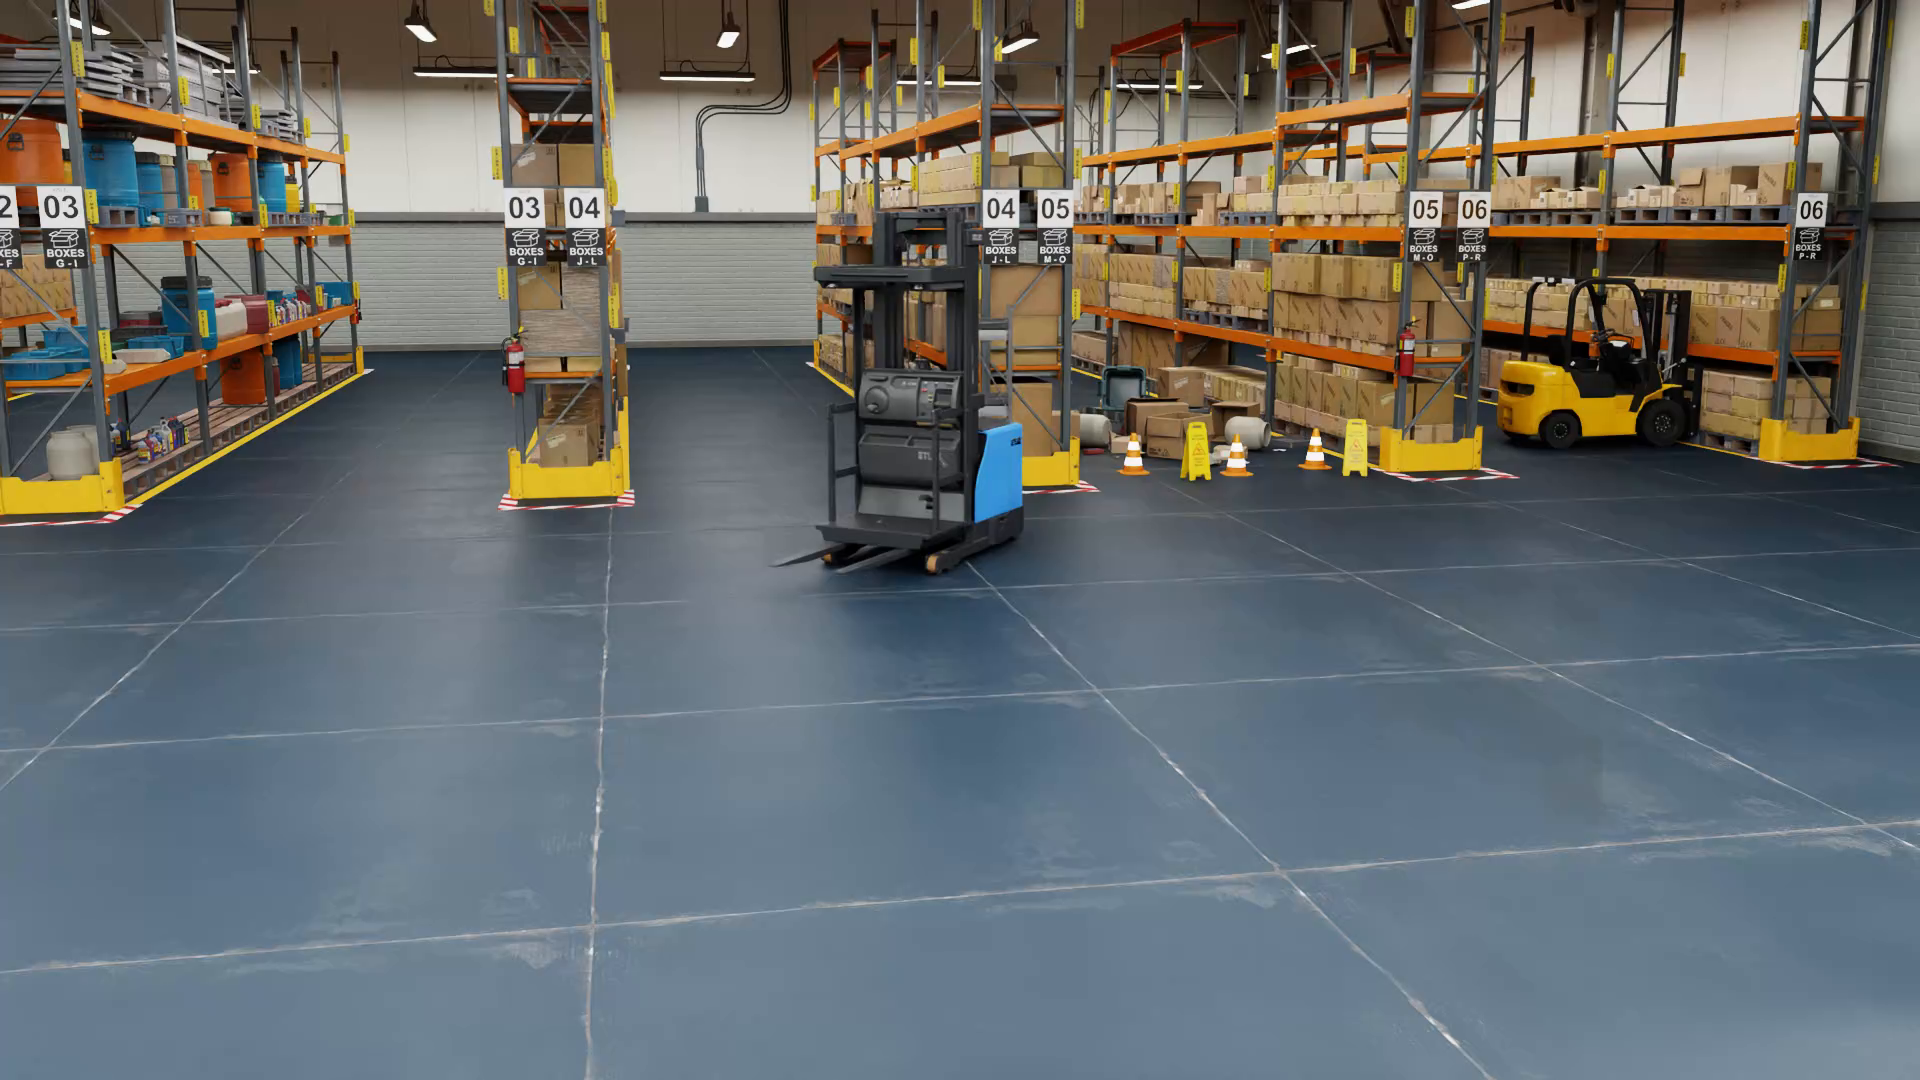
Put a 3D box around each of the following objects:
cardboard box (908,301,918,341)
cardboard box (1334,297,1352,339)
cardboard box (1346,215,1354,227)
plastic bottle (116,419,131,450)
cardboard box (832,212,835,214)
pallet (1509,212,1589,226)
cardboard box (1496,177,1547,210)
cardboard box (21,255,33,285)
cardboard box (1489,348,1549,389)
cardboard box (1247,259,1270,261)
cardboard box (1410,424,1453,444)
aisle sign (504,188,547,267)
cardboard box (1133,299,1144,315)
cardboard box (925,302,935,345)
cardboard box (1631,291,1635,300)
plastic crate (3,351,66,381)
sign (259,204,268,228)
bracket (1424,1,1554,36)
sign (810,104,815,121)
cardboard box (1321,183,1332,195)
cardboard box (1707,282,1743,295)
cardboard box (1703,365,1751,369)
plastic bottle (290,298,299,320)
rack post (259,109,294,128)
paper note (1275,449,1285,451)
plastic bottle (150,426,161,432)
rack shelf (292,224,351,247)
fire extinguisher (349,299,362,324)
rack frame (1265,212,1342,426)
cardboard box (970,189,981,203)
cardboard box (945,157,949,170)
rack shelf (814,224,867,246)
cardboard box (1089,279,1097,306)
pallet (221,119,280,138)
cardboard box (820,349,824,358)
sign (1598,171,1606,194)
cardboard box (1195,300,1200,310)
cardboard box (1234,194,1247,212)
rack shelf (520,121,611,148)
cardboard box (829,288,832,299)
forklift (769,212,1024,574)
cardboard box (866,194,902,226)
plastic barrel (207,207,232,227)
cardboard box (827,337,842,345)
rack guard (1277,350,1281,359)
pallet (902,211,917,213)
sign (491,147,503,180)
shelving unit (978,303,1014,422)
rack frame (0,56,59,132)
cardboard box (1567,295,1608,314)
[{"bbox_3d":[-0.420,-2.971,22.518,0.500,0.500,0.500,-2,11,-11],"label":"cardboard box"},{"bbox_3d":[4.995,-2.770,20.664,0.500,0.500,0.500,-2,11,-11],"label":"cardboard box"},{"bbox_3d":[4.992,-3.942,20.537,0.380,0.149,0.250,-2,11,-13],"label":"cardboard box"},{"bbox_3d":[-9.908,-1.251,19.656,0.144,0.351,0.185,-2,11,-11],"label":"plastic bottle"},{"bbox_3d":[-2.058,-5.876,30.423,0.500,0.250,0.500,-2,11,-11],"label":"cardboard box"},{"bbox_3d":[9.310,-5.004,25.948,1.003,0.211,1.213,-2,11,-8],"label":"pallet"},{"bbox_3d":[8.968,-5.497,26.375,0.700,0.500,0.500,-2,11,-12],"label":"cardboard box"},{"bbox_3d":[-16.231,-4.608,28.442,0.500,0.500,0.500,-2,11,-13],"label":"cardboard box"},{"bbox_3d":[9.112,-2.755,26.876,0.875,0.625,0.625,-2,11,-9],"label":"cardboard box"},{"bbox_3d":[4.597,-4.199,25.313,0.380,0.149,0.250,-3,11,-14],"label":"cardboard box"},{"bbox_3d":[5.672,-1.315,20.312,0.500,0.250,0.500,-2,11,-11],"label":"cardboard box"},{"bbox_3d":[-4.445,-3.196,17.011,0.394,0.787,0.004,-2,11,-11],"label":"aisle sign"},{"bbox_3d":[3.325,-4.057,28.888,0.500,0.250,0.500,-2,11,-12],"label":"cardboard box"},{"bbox_3d":[0.027,-2.843,21.708,0.875,0.550,0.550,-2,11,-11],"label":"cardboard box"},{"bbox_3d":[9.582,-3.421,23.148,0.380,0.149,0.250,-2,11,-11],"label":"cardboard box"},{"bbox_3d":[-9.412,-1.769,16.863,0.499,0.251,0.616,-2,11,-11],"label":"plastic crate"},{"bbox_3d":[-10.039,-4.671,23.974,0.100,0.325,0.005,-2,11,-11],"label":"sign"},{"bbox_3d":[9.077,-8.994,28.758,0.076,0.066,4.783,-2,11,-11],"label":"bracket"},{"bbox_3d":[-2.922,-8.462,32.879,0.100,0.325,0.005,-2,11,-11],"label":"sign"},{"bbox_3d":[4.828,-4.470,21.177,0.380,0.149,0.250,-2,11,-12],"label":"cardboard box"},{"bbox_3d":[9.858,-3.237,21.386,0.380,0.149,0.250,-2,11,-10],"label":"cardboard box"},{"bbox_3d":[10.238,-2.202,22.300,0.500,0.250,0.500,-2,11,-12],"label":"cardboard box"},{"bbox_3d":[-10.820,-3.747,26.991,0.144,0.351,0.185,-2,11,-11],"label":"plastic bottle"},{"bbox_3d":[-11.222,-6.716,26.616,0.937,0.300,0.954,-2,11,-12],"label":"rack post"},{"bbox_3d":[4.073,-1.152,21.166,0.142,0.019,0.148,-6,13,-31],"label":"paper note"},{"bbox_3d":[-9.495,-1.220,19.689,0.152,0.276,0.135,-2,11,-11],"label":"plastic bottle"},{"bbox_3d":[-11.744,-5.448,29.702,1.077,0.370,4.000,-2,11,-11],"label":"rack shelf"},{"bbox_3d":[-11.717,-4.518,32.116,0.296,0.674,0.183,-2,11,-11],"label":"fire extinguisher"},{"bbox_3d":[4.780,-3.035,23.119,1.000,3.000,0.127,-2,11,-11],"label":"rack frame"},{"bbox_3d":[0.325,-3.757,18.171,0.380,0.149,0.250,-2,11,-11],"label":"cardboard box"},{"bbox_3d":[0.027,-4.429,19.570,0.380,0.149,0.250,-2,11,-11],"label":"cardboard box"},{"bbox_3d":[-2.001,-5.790,31.498,1.077,0.370,4.000,-2,11,-11],"label":"rack shelf"},{"bbox_3d":[2.777,-4.721,31.711,0.500,0.500,0.500,-2,11,-12],"label":"cardboard box"},{"bbox_3d":[-10.688,-6.019,24.328,1.213,0.211,1.003,-2,11,-11],"label":"pallet"},{"bbox_3d":[-2.602,-3.735,33.300,0.380,0.149,0.250,-2,11,-10],"label":"cardboard box"},{"bbox_3d":[9.117,-5.077,23.599,0.100,0.325,0.005,-2,11,-11],"label":"sign"},{"bbox_3d":[3.913,-3.680,26.057,0.380,0.149,0.250,-3,11,-15],"label":"cardboard box"},{"bbox_3d":[4.332,-4.929,24.328,0.500,0.250,0.500,-2,11,-10],"label":"cardboard box"},{"bbox_3d":[-5.330,-5.438,22.696,1.077,0.370,4.000,-2,11,-11],"label":"rack shelf"},{"bbox_3d":[-2.179,-4.764,31.139,0.500,0.500,0.500,-2,11,-11],"label":"cardboard box"},{"bbox_3d":[-0.523,-1.249,13.919,1.130,2.935,3.031,5,12,26],"label":"forklift"},{"bbox_3d":[-1.195,-5.188,26.142,0.500,0.500,0.500,-2,11,-11],"label":"cardboard box"},{"bbox_3d":[-10.101,-4.409,22.685,0.301,0.262,0.301,0,11,0],"label":"plastic barrel"},{"bbox_3d":[-2.397,-3.887,32.507,0.380,0.149,0.250,-3,11,-14],"label":"cardboard box"},{"bbox_3d":[7.329,-4.175,35.794,1.175,0.500,0.348,-2,11,-11],"label":"rack guard"},{"bbox_3d":[-0.283,-4.382,22.687,0.805,0.209,1.217,-3,11,-13],"label":"pallet"},{"bbox_3d":[-4.712,-3.833,16.921,0.100,0.325,0.005,-2,11,-11],"label":"sign"},{"bbox_3d":[0.275,-1.153,15.637,0.431,2.100,0.503,0,11,-1],"label":"shelving unit"},{"bbox_3d":[-16.993,-7.463,30.338,1.000,3.000,0.127,-2,11,-11],"label":"rack frame"},{"bbox_3d":[9.301,-3.469,24.462,0.500,0.250,0.500,-2,11,-12],"label":"cardboard box"}]
